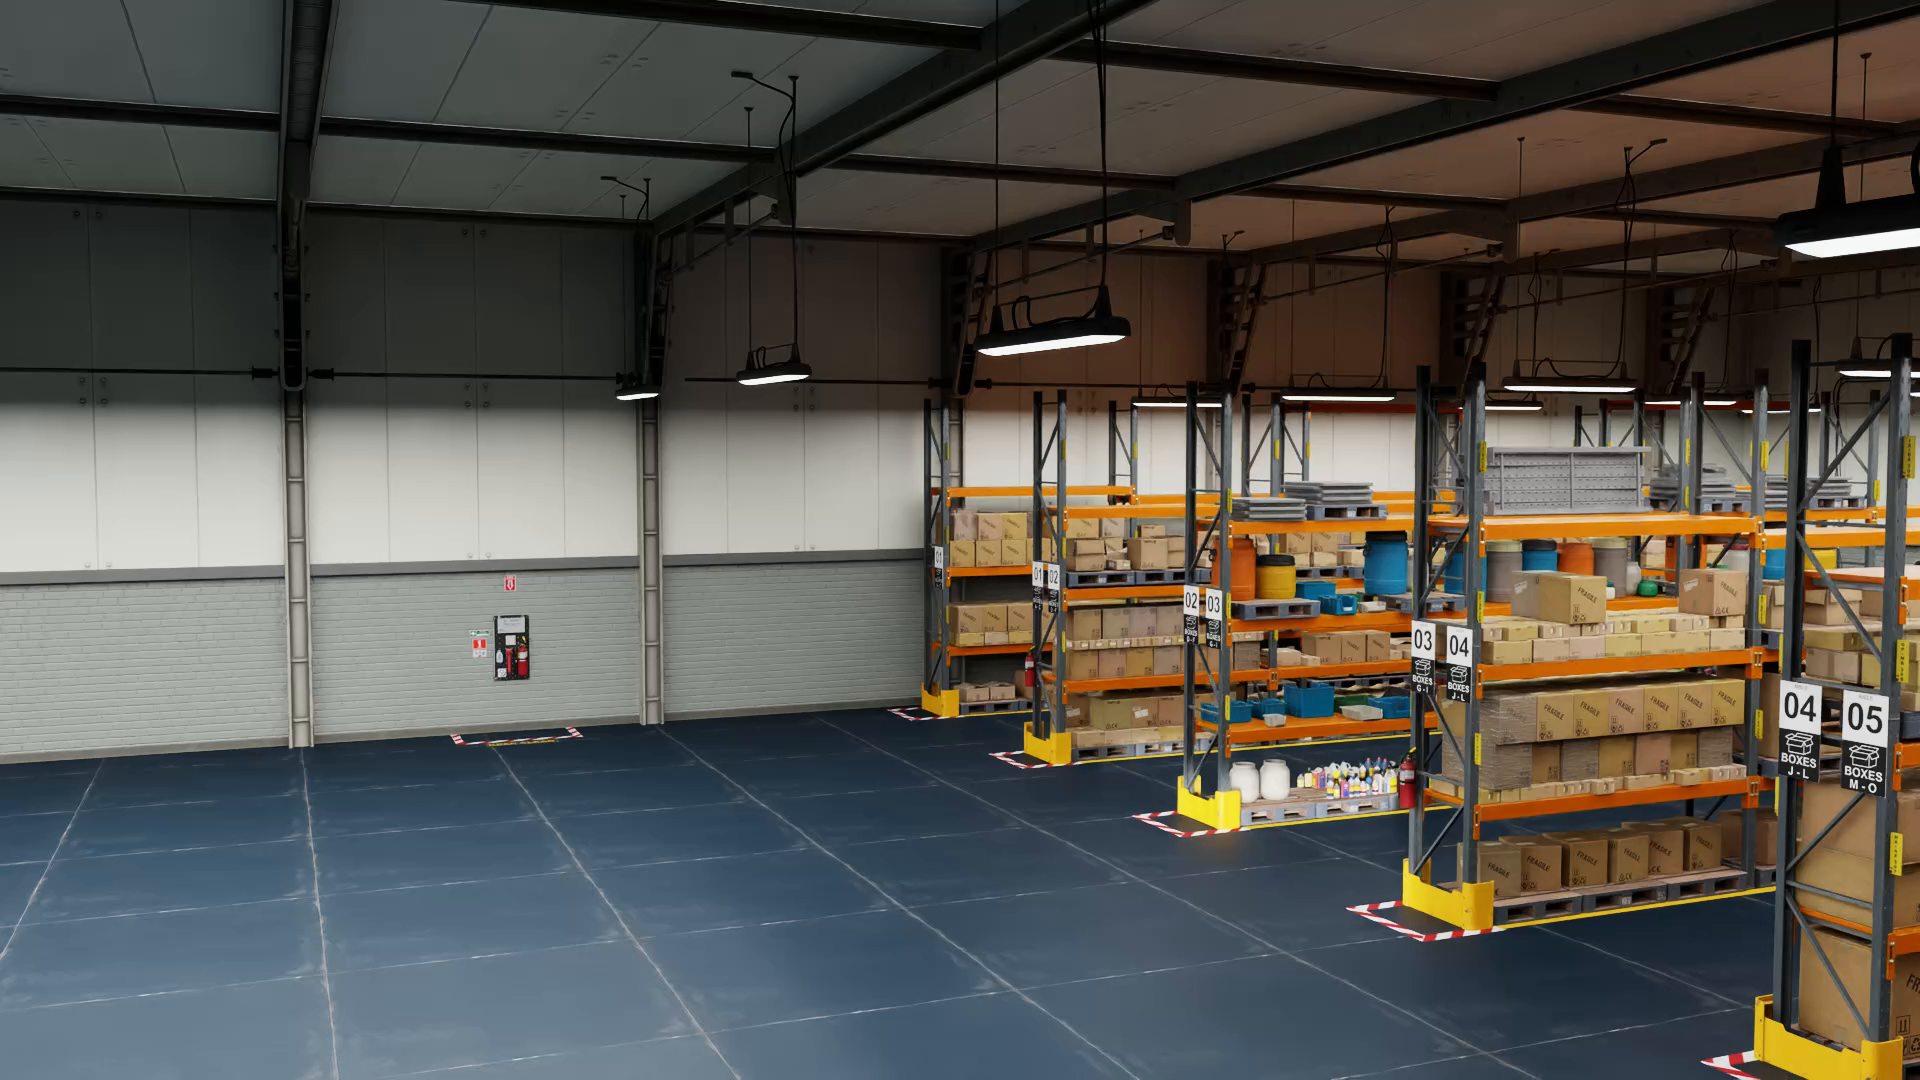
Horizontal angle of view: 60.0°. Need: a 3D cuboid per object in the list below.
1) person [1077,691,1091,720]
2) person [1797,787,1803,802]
[{"bbox_3d":[2.117,2.646,29.358,0.699,1.588,0.612,-1,3,-14],"label":"person"},{"bbox_3d":[11.778,2.928,22.713,1.050,1.721,0.526,-2,4,-27],"label":"person"}]
